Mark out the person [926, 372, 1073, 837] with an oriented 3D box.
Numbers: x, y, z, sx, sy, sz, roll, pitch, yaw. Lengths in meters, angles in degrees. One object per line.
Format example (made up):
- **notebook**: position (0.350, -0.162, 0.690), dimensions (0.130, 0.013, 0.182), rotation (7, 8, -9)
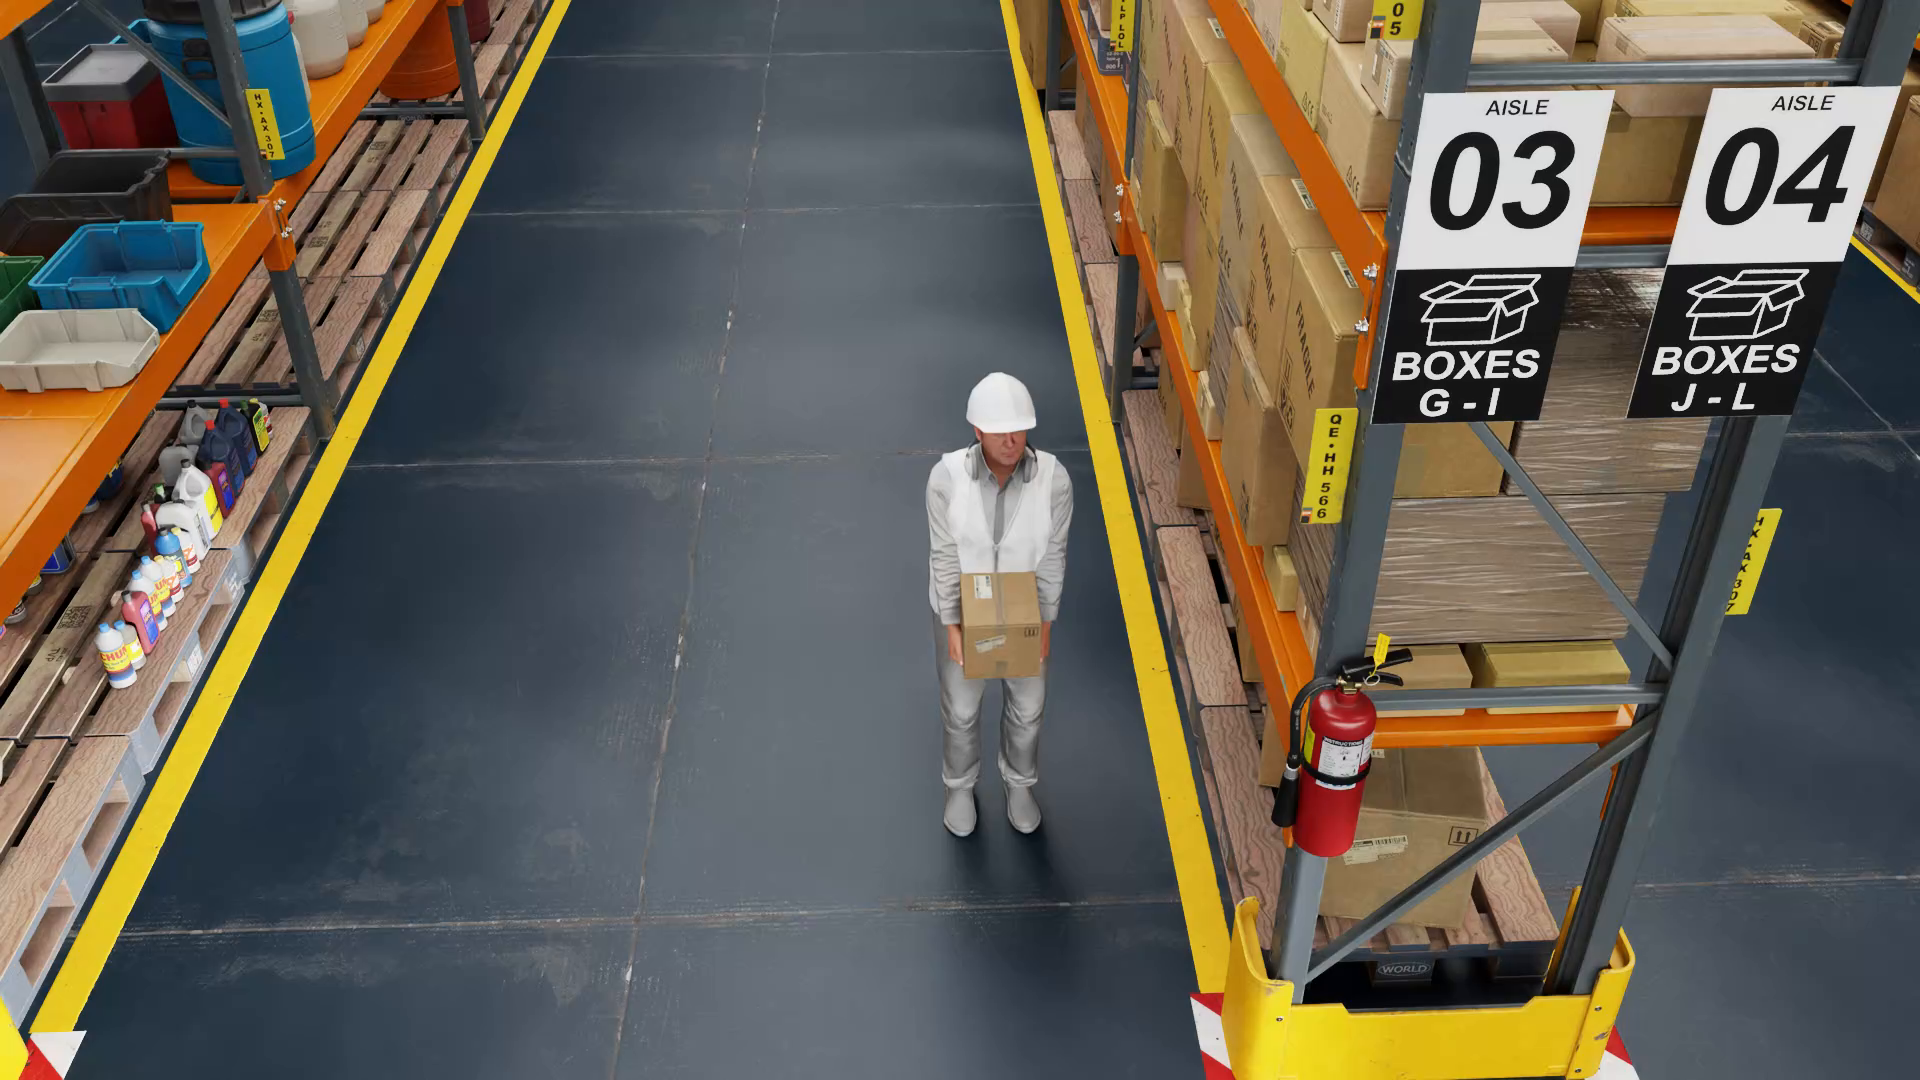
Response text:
- **person**: position (0.139, 0.285, 5.721), dimensions (0.495, 1.768, 0.554), rotation (-2, 35, -3)
